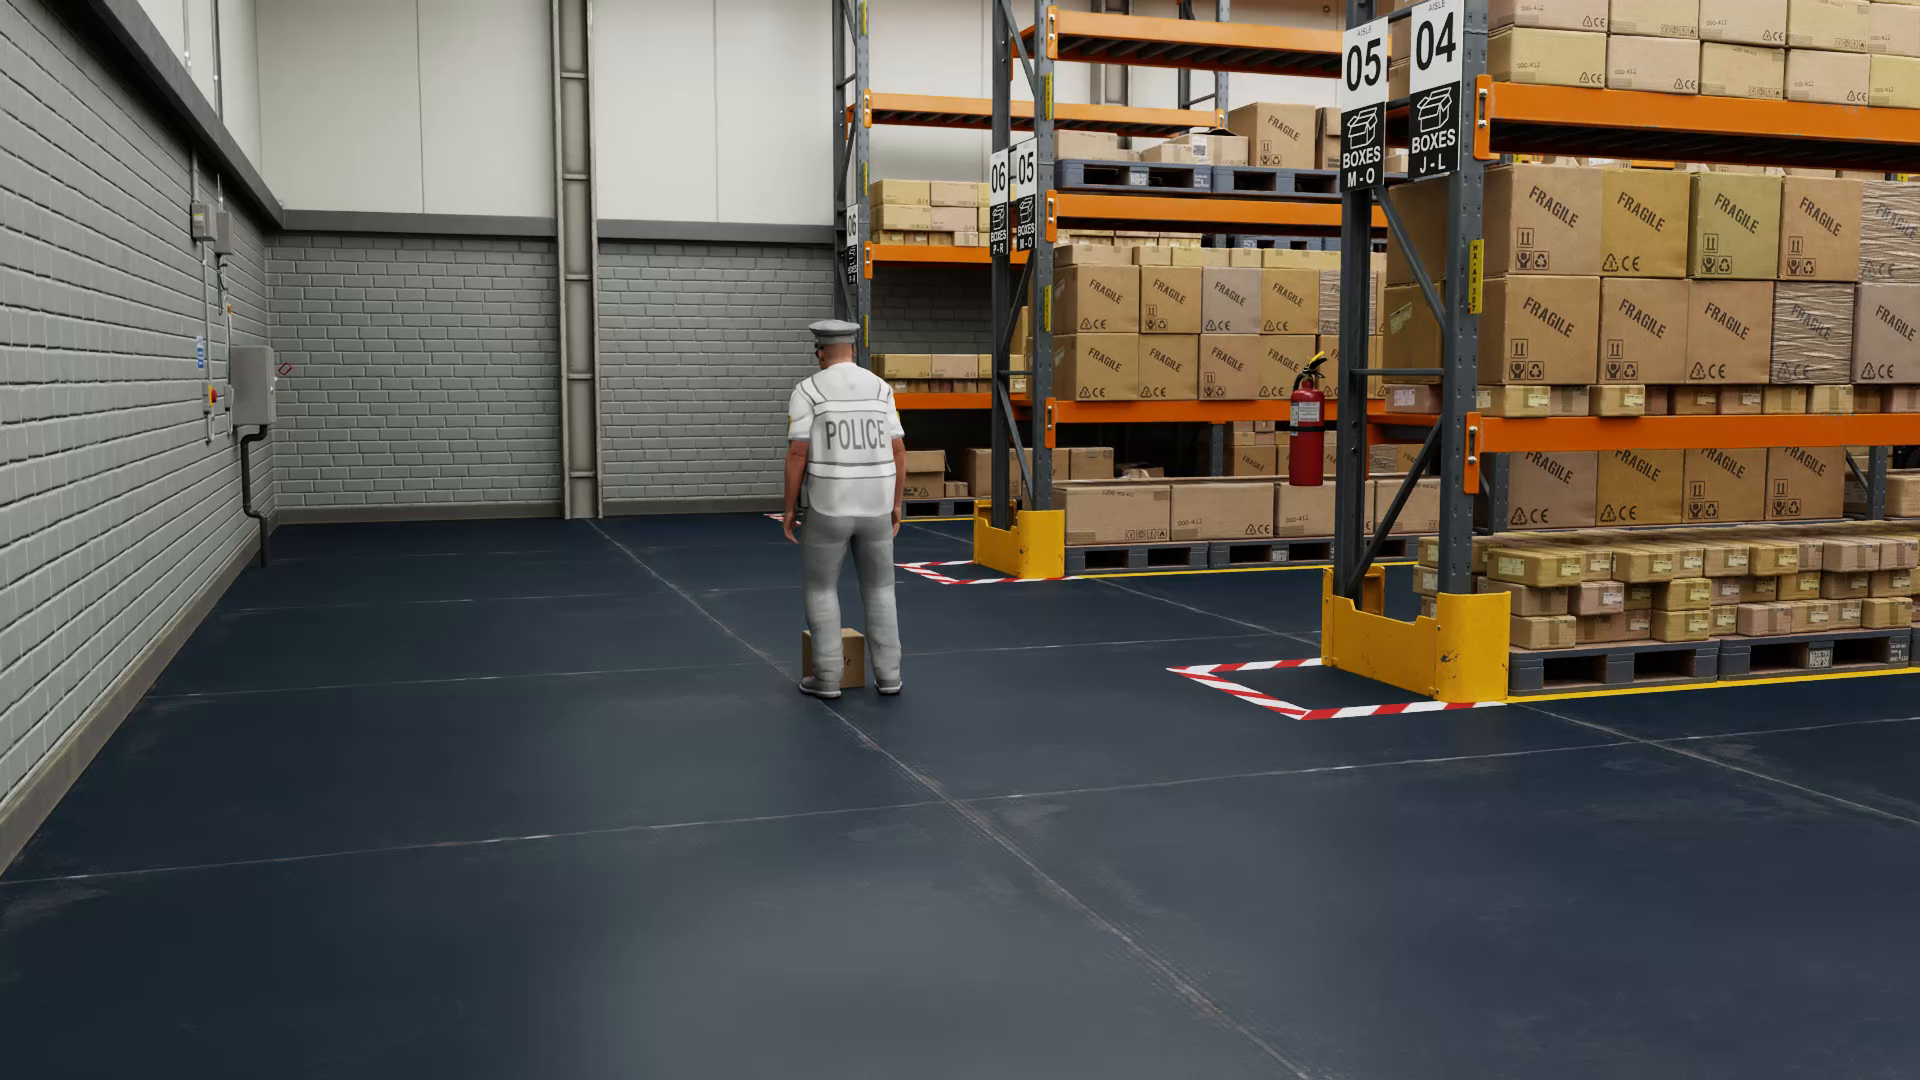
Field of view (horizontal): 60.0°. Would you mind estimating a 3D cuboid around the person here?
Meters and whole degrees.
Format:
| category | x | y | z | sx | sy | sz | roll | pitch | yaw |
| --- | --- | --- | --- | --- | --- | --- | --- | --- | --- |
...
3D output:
| category | x | y | z | sx | sy | sz | roll | pitch | yaw |
| --- | --- | --- | --- | --- | --- | --- | --- | --- | --- |
| person | -0.525 | -0.146 | 7.738 | 0.606 | 1.750 | 0.435 | -2 | 6 | -22 |
